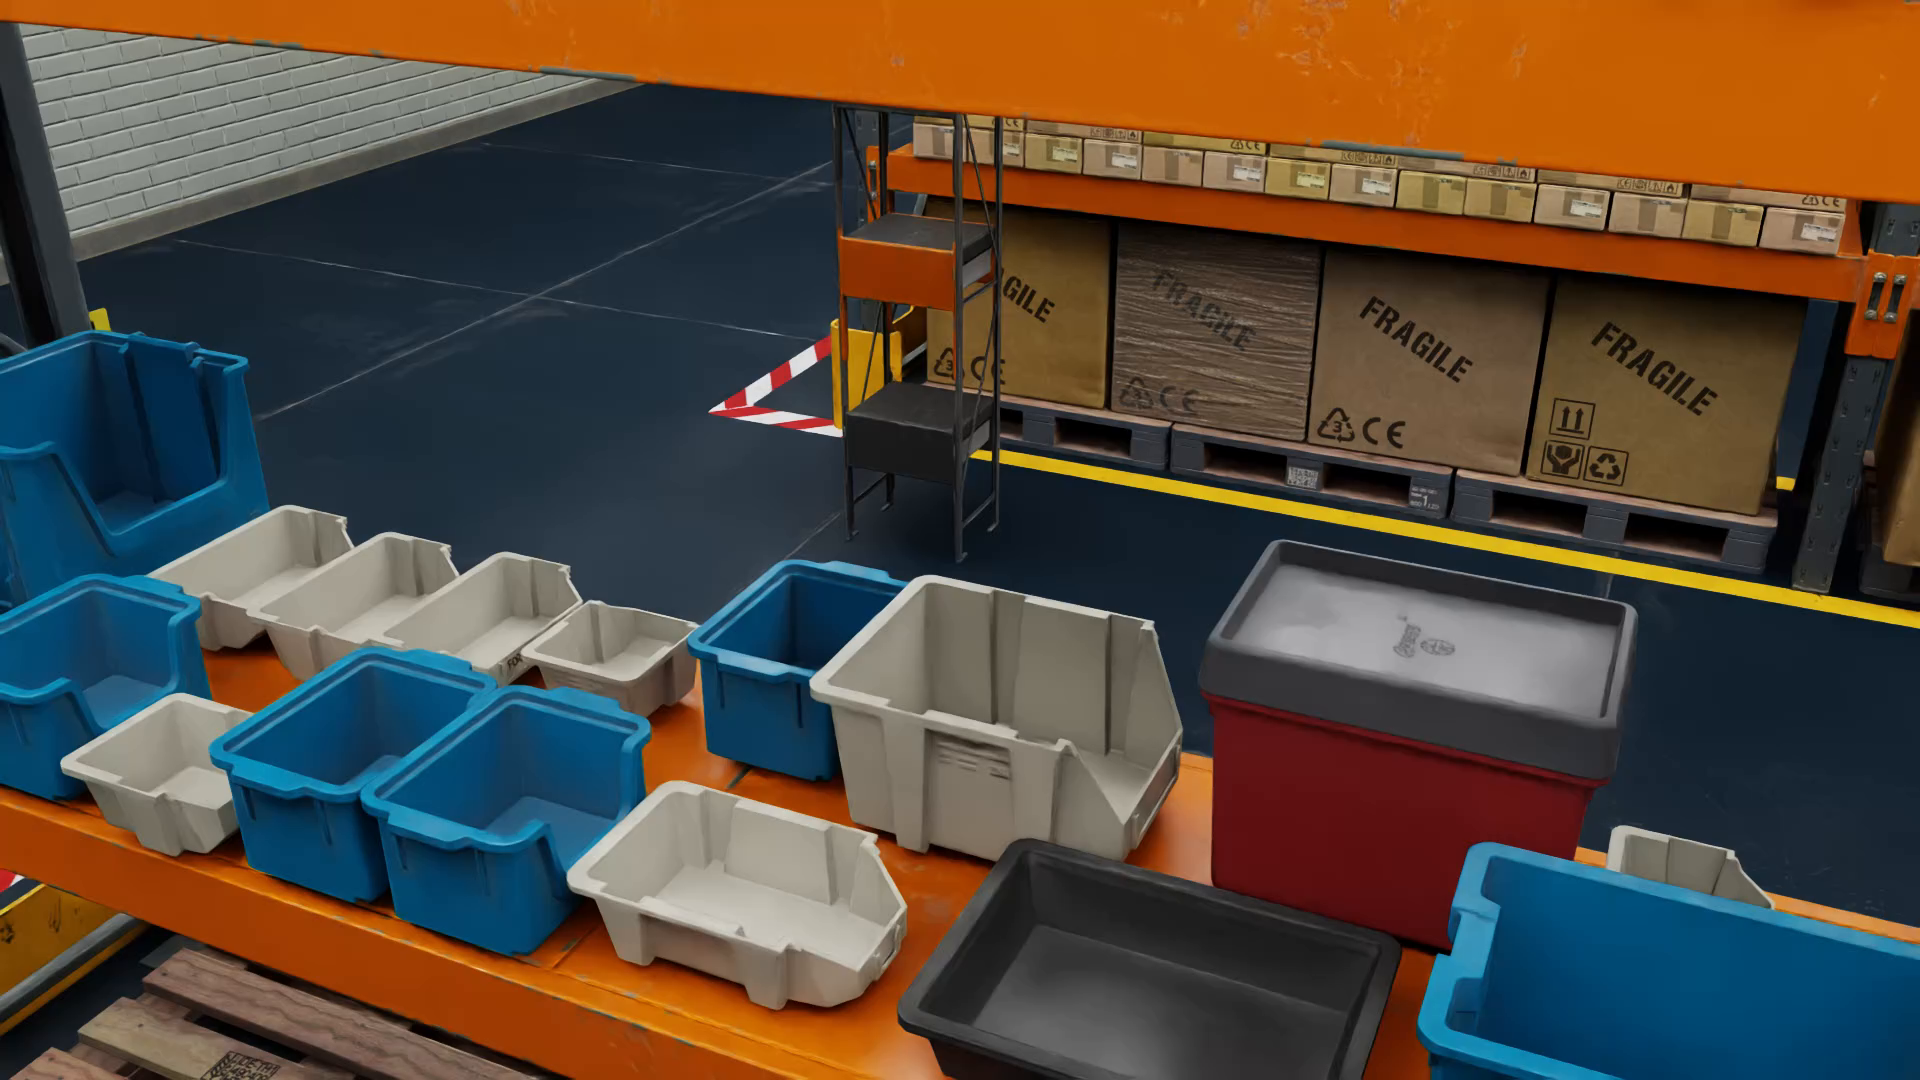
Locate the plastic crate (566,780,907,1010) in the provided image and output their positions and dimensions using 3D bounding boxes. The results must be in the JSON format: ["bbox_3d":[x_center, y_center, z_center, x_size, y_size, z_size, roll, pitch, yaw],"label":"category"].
[{"bbox_3d":[-0.315,0.541,2.486,0.466,0.136,0.293,11,28,22],"label":"plastic crate"}]

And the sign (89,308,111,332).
[{"bbox_3d":[-2.033,-0.382,3.944,0.005,0.325,0.100,11,28,22],"label":"sign"}]

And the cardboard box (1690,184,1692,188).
[{"bbox_3d":[2.834,-1.515,6.716,0.250,0.149,0.380,12,29,23],"label":"cardboard box"}]

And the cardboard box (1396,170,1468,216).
[{"bbox_3d":[1.862,-1.390,6.463,0.250,0.149,0.380,11,28,21],"label":"cardboard box"}]

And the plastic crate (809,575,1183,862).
[{"bbox_3d":[0.081,0.320,2.770,0.530,0.282,0.437,11,28,22],"label":"plastic crate"}]

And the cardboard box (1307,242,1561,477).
[{"bbox_3d":[2.058,-0.897,7.106,0.875,0.875,0.875,11,28,22],"label":"cardboard box"}]

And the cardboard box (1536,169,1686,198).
[{"bbox_3d":[2.463,-1.479,6.192,0.500,0.250,0.500,12,29,23],"label":"cardboard box"}]

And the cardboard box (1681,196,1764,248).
[{"bbox_3d":[2.797,-1.203,6.081,0.250,0.149,0.380,12,29,23],"label":"cardboard box"}]

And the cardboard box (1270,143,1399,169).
[{"bbox_3d":[1.538,-1.667,6.572,0.500,0.250,0.500,11,28,21],"label":"cardboard box"}]

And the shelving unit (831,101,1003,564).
[{"bbox_3d":[-0.151,-0.972,6.348,0.503,2.100,0.431,11,28,22],"label":"shelving unit"}]

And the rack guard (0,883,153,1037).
[{"bbox_3d":[-2.274,1.038,4.075,0.348,0.500,1.175,11,28,22],"label":"rack guard"}]

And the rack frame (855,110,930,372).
[{"bbox_3d":[-0.196,-2.076,7.570,0.127,3.000,1.000,11,28,22],"label":"rack frame"}]

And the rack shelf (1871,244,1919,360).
[{"bbox_3d":[5.266,-0.656,5.501,4.000,0.370,1.077,11,28,22],"label":"rack shelf"}]

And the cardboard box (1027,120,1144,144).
[{"bbox_3d":[0.605,-1.853,6.951,0.500,0.250,0.500,11,28,21],"label":"cardboard box"}]

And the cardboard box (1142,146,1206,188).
[{"bbox_3d":[0.927,-1.578,6.844,0.250,0.149,0.380,11,28,21],"label":"cardboard box"}]

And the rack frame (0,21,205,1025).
[{"bbox_3d":[-2.246,-0.084,3.525,0.127,3.000,1.000,11,28,22],"label":"rack frame"}]

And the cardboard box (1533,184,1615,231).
[{"bbox_3d":[2.330,-1.297,6.272,0.250,0.149,0.380,12,29,23],"label":"cardboard box"}]

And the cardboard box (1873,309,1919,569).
[{"bbox_3d":[4.036,-0.471,6.240,0.875,0.875,1.225,11,28,22],"label":"cardboard box"}]

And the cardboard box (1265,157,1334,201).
[{"bbox_3d":[1.391,-1.485,6.654,0.250,0.149,0.380,11,28,21],"label":"cardboard box"}]

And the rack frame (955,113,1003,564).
[{"bbox_3d":[0.071,-0.928,6.257,0.015,2.100,0.400,11,28,22],"label":"rack frame"}]

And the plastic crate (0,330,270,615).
[{"bbox_3d":[-1.864,-0.141,3.532,0.499,0.435,0.616,11,28,22],"label":"plastic crate"}]

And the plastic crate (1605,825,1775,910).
[{"bbox_3d":[1.030,0.596,2.374,0.243,0.136,0.396,11,28,22],"label":"plastic crate"}]

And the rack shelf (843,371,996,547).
[{"bbox_3d":[-0.151,-0.332,6.663,0.480,0.518,0.431,11,28,22],"label":"rack shelf"}]

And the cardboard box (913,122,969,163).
[{"bbox_3d":[-0.009,-1.765,7.224,0.250,0.149,0.380,12,29,22],"label":"cardboard box"}]

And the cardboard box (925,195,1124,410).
[{"bbox_3d":[0.420,-1.226,7.774,0.875,0.875,0.875,11,28,22],"label":"cardboard box"}]

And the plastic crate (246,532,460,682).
[{"bbox_3d":[-1.171,0.142,3.296,0.243,0.136,0.396,11,28,22],"label":"plastic crate"}]

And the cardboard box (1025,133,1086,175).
[{"bbox_3d":[0.458,-1.672,7.035,0.250,0.149,0.380,11,28,21],"label":"cardboard box"}]

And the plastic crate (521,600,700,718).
[{"bbox_3d":[-0.630,0.230,3.117,0.250,0.136,0.298,11,28,22],"label":"plastic crate"}]

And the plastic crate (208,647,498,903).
[{"bbox_3d":[-0.959,0.382,2.699,0.300,0.233,0.416,11,28,22],"label":"plastic crate"}]

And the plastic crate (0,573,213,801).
[{"bbox_3d":[-1.559,0.262,2.944,0.300,0.233,0.416,11,28,22],"label":"plastic crate"}]

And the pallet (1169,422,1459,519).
[{"bbox_3d":[1.671,-0.486,7.499,1.213,0.211,1.003,11,28,22],"label":"pallet"}]

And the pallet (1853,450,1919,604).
[{"bbox_3d":[4.179,0.017,6.476,1.213,0.211,1.003,11,28,22],"label":"pallet"}]
